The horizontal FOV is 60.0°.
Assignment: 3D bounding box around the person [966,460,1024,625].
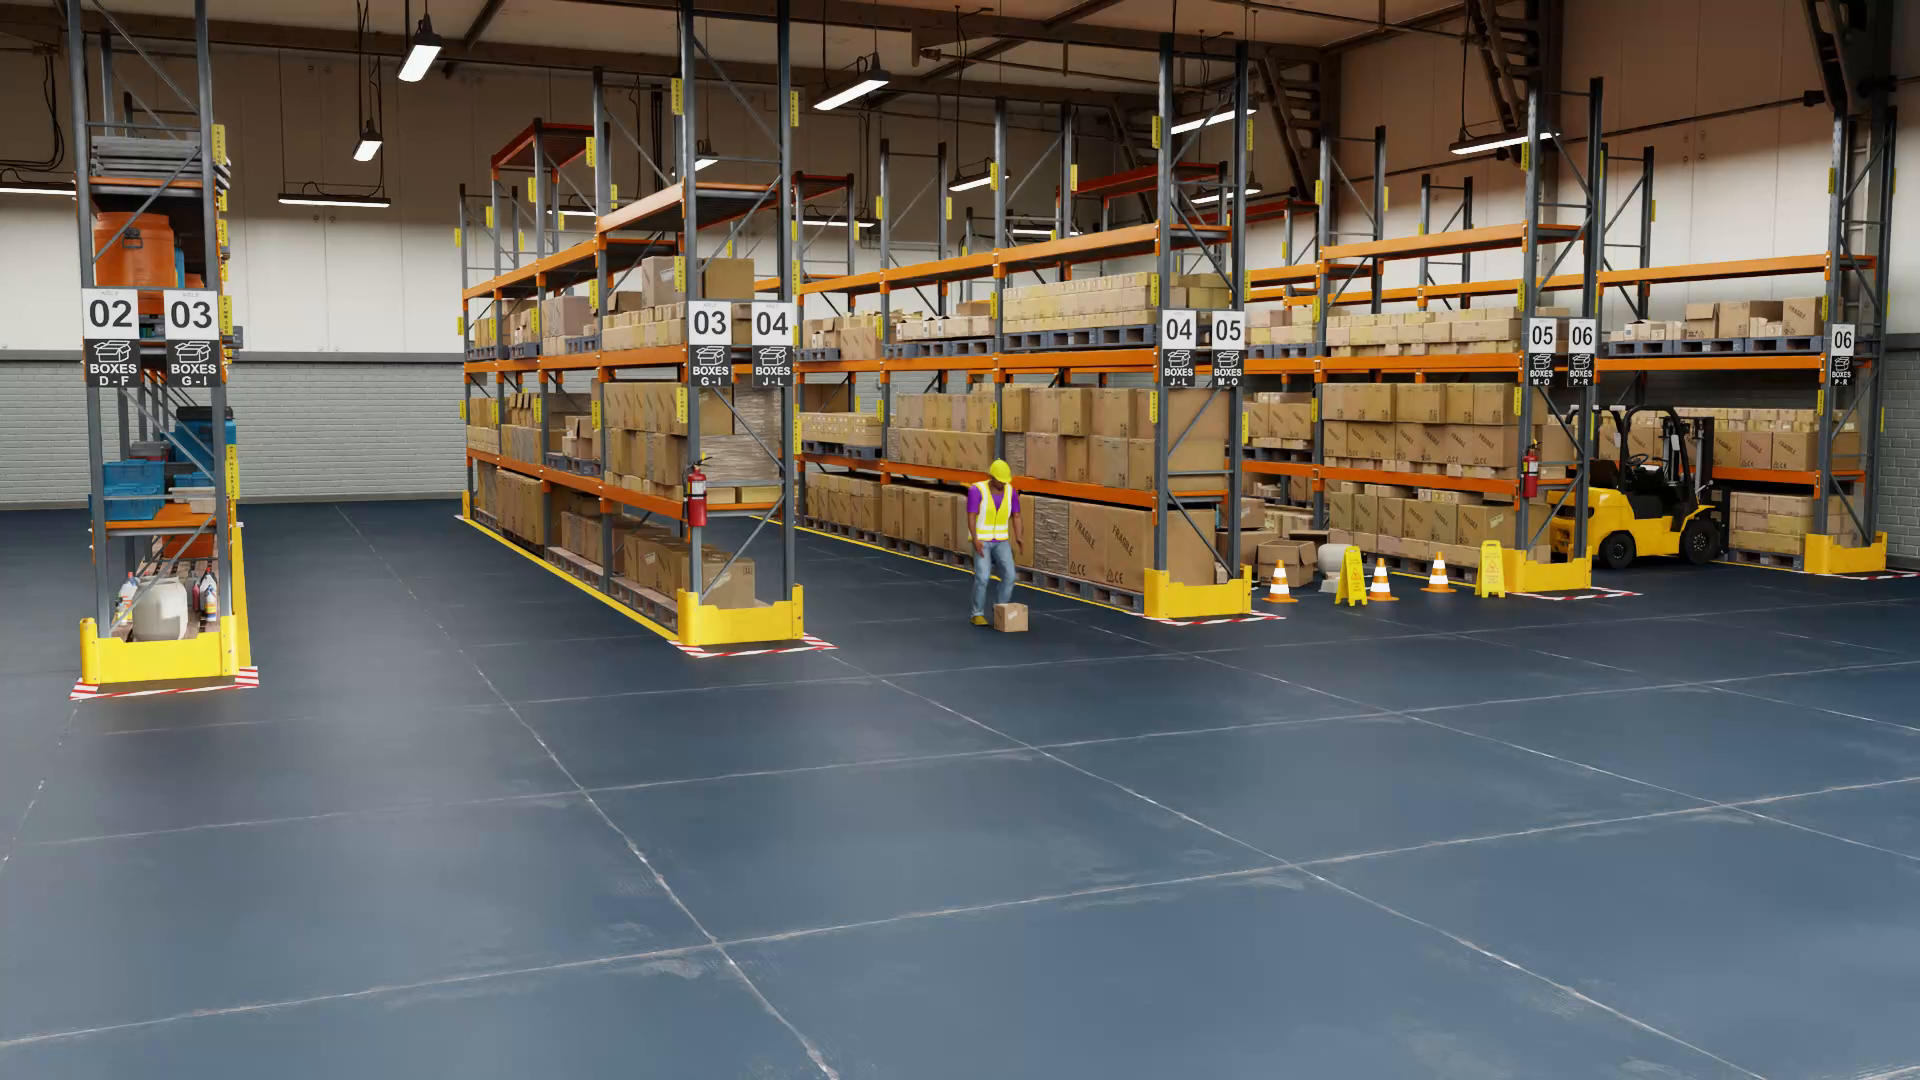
[{"bbox_3d":[0.354,0.019,16.901,0.602,1.682,0.511,-2,6,-22],"label":"person"}]
